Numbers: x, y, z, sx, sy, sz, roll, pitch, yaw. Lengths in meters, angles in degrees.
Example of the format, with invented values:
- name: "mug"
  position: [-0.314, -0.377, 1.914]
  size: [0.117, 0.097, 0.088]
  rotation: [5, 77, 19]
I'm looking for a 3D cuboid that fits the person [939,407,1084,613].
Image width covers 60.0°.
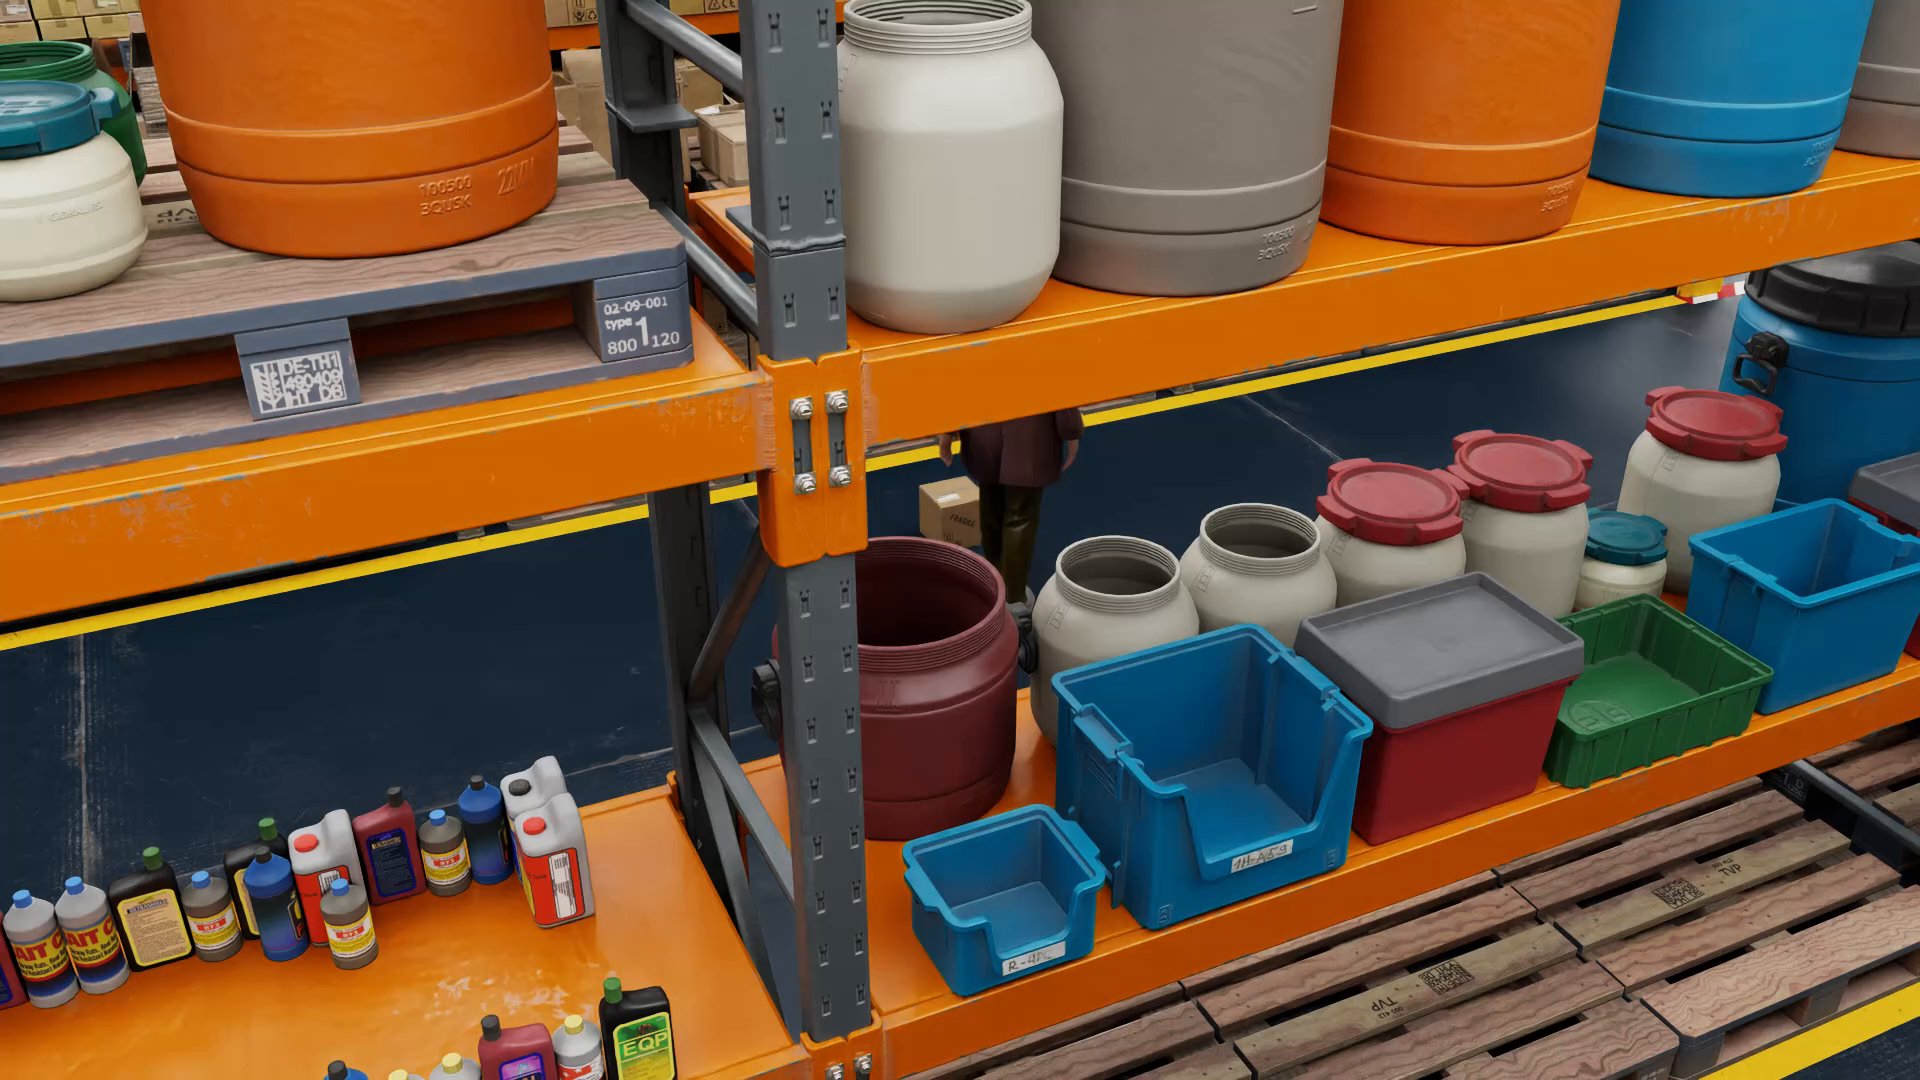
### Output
- name: "person"
  position: [0.245, -0.534, 7.081]
  size: [0.625, 1.767, 0.797]
  rotation: [7, 30, 12]
